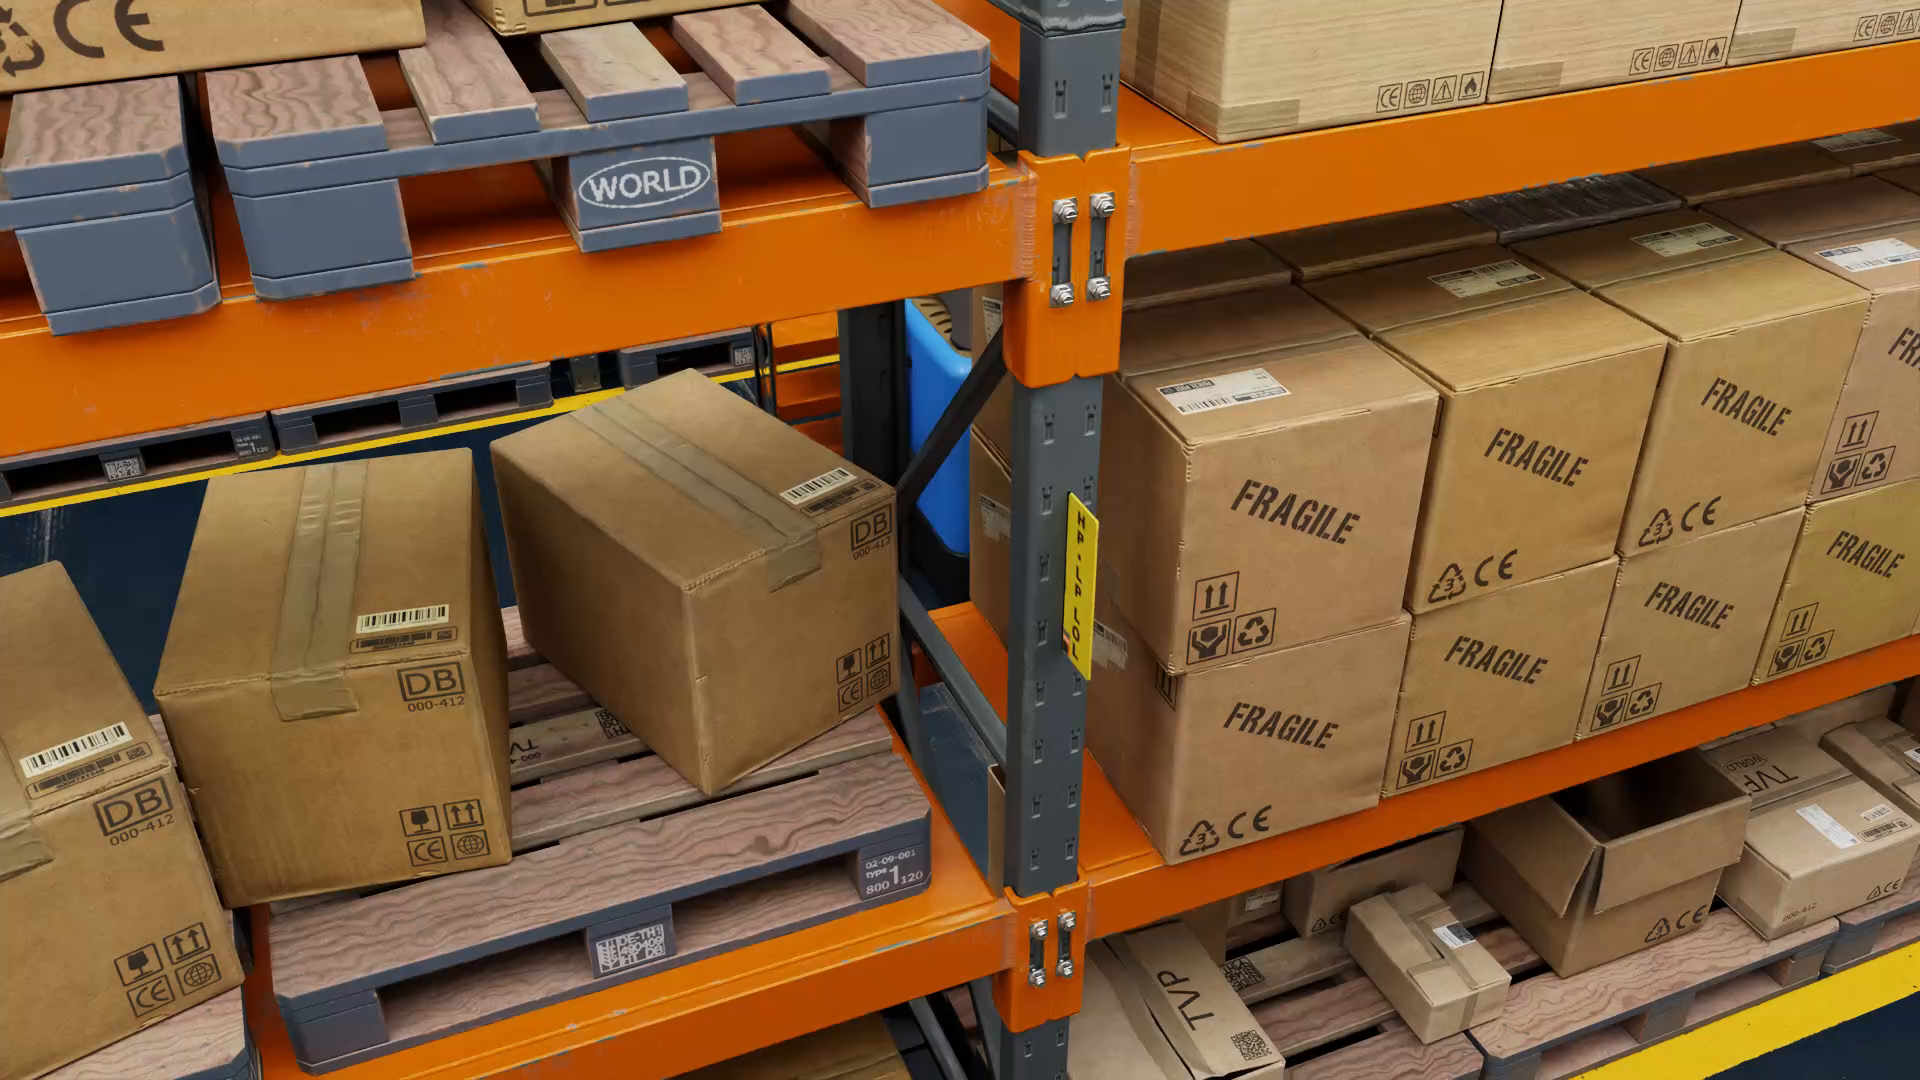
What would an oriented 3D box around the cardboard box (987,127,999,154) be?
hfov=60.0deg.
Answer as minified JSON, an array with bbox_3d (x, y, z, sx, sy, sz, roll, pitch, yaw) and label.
[{"bbox_3d":[0.014,-2.106,8.549,0.250,0.149,0.380,-13,35,-18],"label":"cardboard box"}]

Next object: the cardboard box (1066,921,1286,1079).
[{"bbox_3d":[0.455,1.252,4.138,0.500,0.311,0.500,-13,35,-19],"label":"cardboard box"}]

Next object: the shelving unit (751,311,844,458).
[{"bbox_3d":[-0.482,-0.402,6.267,0.503,1.200,0.258,-12,35,-18],"label":"shelving unit"}]

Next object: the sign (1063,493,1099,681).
[{"bbox_3d":[0.203,0.082,2.812,0.005,0.325,0.100,-13,35,-19],"label":"sign"}]

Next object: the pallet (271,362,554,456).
[{"bbox_3d":[-2.619,-0.831,7.834,1.213,0.211,1.003,-13,35,-19],"label":"pallet"}]

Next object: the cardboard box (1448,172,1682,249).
[{"bbox_3d":[1.287,-0.625,3.951,0.500,0.500,0.500,-13,35,-19],"label":"cardboard box"}]

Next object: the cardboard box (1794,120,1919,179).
[{"bbox_3d":[2.219,-0.838,4.279,0.500,0.500,0.500,-12,35,-18],"label":"cardboard box"}]

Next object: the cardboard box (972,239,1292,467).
[{"bbox_3d":[0.351,-0.409,3.619,0.500,0.500,0.500,-13,35,-19],"label":"cardboard box"}]

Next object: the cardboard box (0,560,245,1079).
[{"bbox_3d":[-1.621,0.475,2.792,0.500,0.500,0.700,-23,39,-31],"label":"cardboard box"}]

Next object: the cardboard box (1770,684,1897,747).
[{"bbox_3d":[2.600,0.490,5.364,0.500,0.250,0.500,-13,35,-19],"label":"cardboard box"}]

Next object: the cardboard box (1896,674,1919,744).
[{"bbox_3d":[3.267,0.547,5.048,0.500,0.500,0.500,-13,35,-19],"label":"cardboard box"}]

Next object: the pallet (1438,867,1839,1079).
[{"bbox_3d":[1.745,1.054,4.937,1.213,0.211,1.003,-13,35,-19],"label":"pallet"}]

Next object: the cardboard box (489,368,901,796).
[{"bbox_3d":[-0.539,0.059,3.433,0.500,0.500,0.700,-26,41,-34],"label":"cardboard box"}]

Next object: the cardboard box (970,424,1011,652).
[{"bbox_3d":[0.346,0.013,3.888,0.500,0.500,0.500,-12,35,-18],"label":"cardboard box"}]

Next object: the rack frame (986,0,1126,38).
[{"bbox_3d":[-0.015,-2.225,1.919,0.127,3.000,1.000,-13,35,-19],"label":"rack frame"}]

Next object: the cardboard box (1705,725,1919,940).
[{"bbox_3d":[2.379,0.837,4.831,0.500,0.250,0.500,-13,35,-19],"label":"cardboard box"}]

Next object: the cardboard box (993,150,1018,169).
[{"bbox_3d":[0.220,-1.764,8.617,0.500,0.500,0.700,-14,36,-20],"label":"cardboard box"}]

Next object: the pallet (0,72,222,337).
[{"bbox_3d":[-1.599,-0.566,2.292,1.003,0.211,1.213,-13,35,-19],"label":"pallet"}]

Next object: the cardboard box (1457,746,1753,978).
[{"bbox_3d":[1.715,0.752,4.730,0.637,0.503,0.797,-13,35,-19],"label":"cardboard box"}]

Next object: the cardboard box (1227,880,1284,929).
[{"bbox_3d":[0.723,0.927,4.785,0.250,0.149,0.380,-13,35,-19],"label":"cardboard box"}]

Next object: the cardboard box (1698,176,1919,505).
[{"bbox_3d":[1.953,-0.457,3.693,0.500,0.500,0.500,-12,35,-17],"label":"cardboard box"}]

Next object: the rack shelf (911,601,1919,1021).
[{"bbox_3d":[1.829,0.168,4.400,4.000,0.370,1.077,-13,35,-19],"label":"rack shelf"}]

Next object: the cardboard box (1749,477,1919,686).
[{"bbox_3d":[1.961,-0.046,3.978,0.500,0.500,0.500,-13,35,-20],"label":"cardboard box"}]

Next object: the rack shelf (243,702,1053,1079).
[{"bbox_3d":[-1.860,1.013,3.102,4.000,0.370,1.077,-13,35,-19],"label":"rack shelf"}]

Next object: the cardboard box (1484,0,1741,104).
[{"bbox_3d":[0.991,-0.987,2.904,0.500,0.250,0.500,-13,35,-19],"label":"cardboard box"}]

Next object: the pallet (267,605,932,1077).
[{"bbox_3d":[-0.795,0.483,3.433,1.213,0.211,1.003,-13,35,-19],"label":"pallet"}]

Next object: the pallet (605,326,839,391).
[{"bbox_3d":[-1.205,-1.153,8.329,1.213,0.211,1.003,-13,35,-19],"label":"pallet"}]

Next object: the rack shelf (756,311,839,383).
[{"bbox_3d":[-0.482,-0.731,6.053,0.480,0.148,0.258,-12,35,-18],"label":"rack shelf"}]

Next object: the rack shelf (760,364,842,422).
[{"bbox_3d":[-0.482,-0.533,6.182,0.480,0.148,0.258,-12,35,-18],"label":"rack shelf"}]

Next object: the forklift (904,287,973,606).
[{"bbox_3d":[1.194,-1.456,6.301,3.031,2.935,1.130,-12,35,-18],"label":"forklift"}]

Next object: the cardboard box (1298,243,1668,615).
[{"bbox_3d":[1.003,-0.239,3.359,0.500,0.500,0.500,-14,36,-20],"label":"cardboard box"}]

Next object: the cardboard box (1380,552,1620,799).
[{"bbox_3d":[1.031,0.167,3.651,0.500,0.500,0.500,-12,35,-18],"label":"cardboard box"}]

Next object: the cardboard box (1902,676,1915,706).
[{"bbox_3d":[3.153,0.371,5.640,0.250,0.149,0.380,-13,35,-19],"label":"cardboard box"}]

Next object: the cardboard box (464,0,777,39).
[{"bbox_3d":[-0.508,-1.159,2.462,0.600,0.600,0.600,-16,36,-23],"label":"cardboard box"}]
